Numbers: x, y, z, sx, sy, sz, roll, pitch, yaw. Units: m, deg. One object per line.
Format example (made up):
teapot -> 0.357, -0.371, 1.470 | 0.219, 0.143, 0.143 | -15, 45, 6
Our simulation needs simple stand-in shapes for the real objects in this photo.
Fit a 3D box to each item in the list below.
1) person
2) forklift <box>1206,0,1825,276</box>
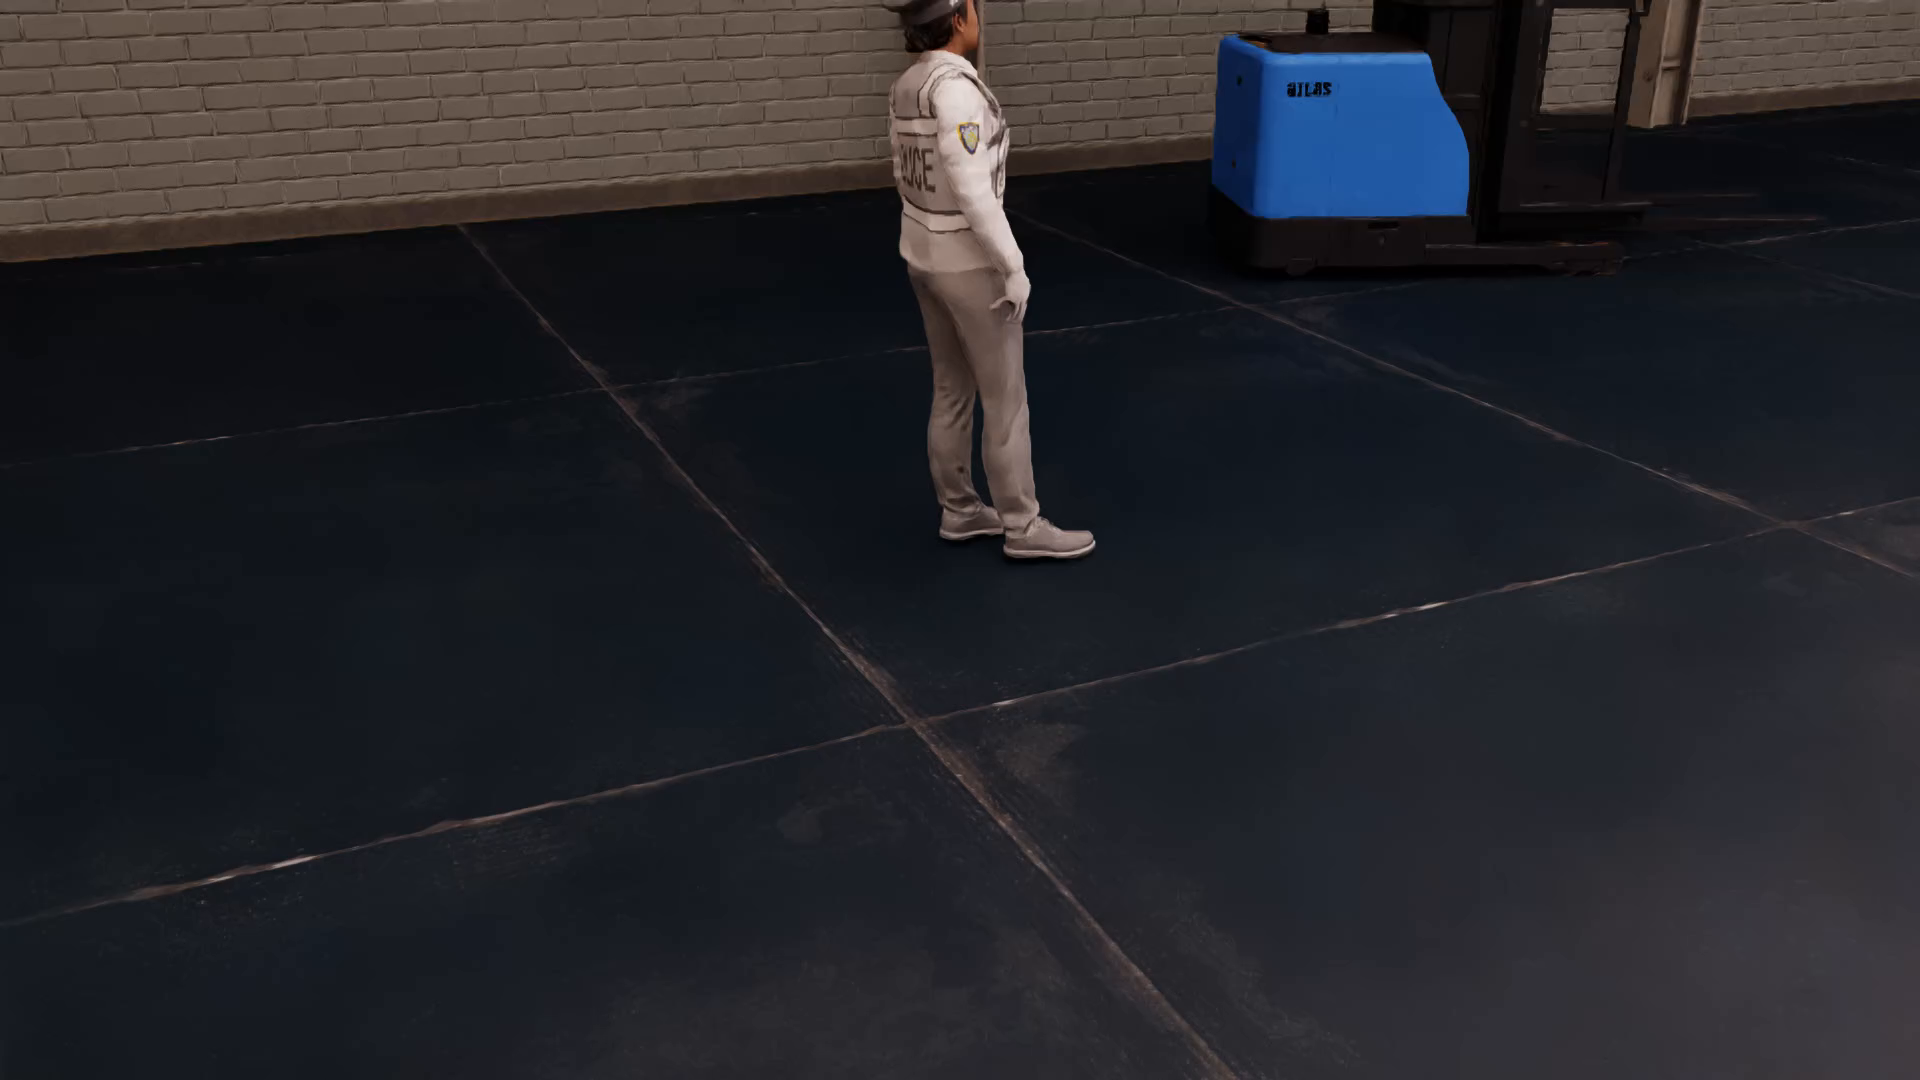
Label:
person -> 0.064, -0.798, 4.799 | 0.532, 1.695, 0.586 | -10, 25, -23
forklift -> 2.876, -2.865, 8.184 | 3.031, 2.935, 1.130 | -2, 23, -5
